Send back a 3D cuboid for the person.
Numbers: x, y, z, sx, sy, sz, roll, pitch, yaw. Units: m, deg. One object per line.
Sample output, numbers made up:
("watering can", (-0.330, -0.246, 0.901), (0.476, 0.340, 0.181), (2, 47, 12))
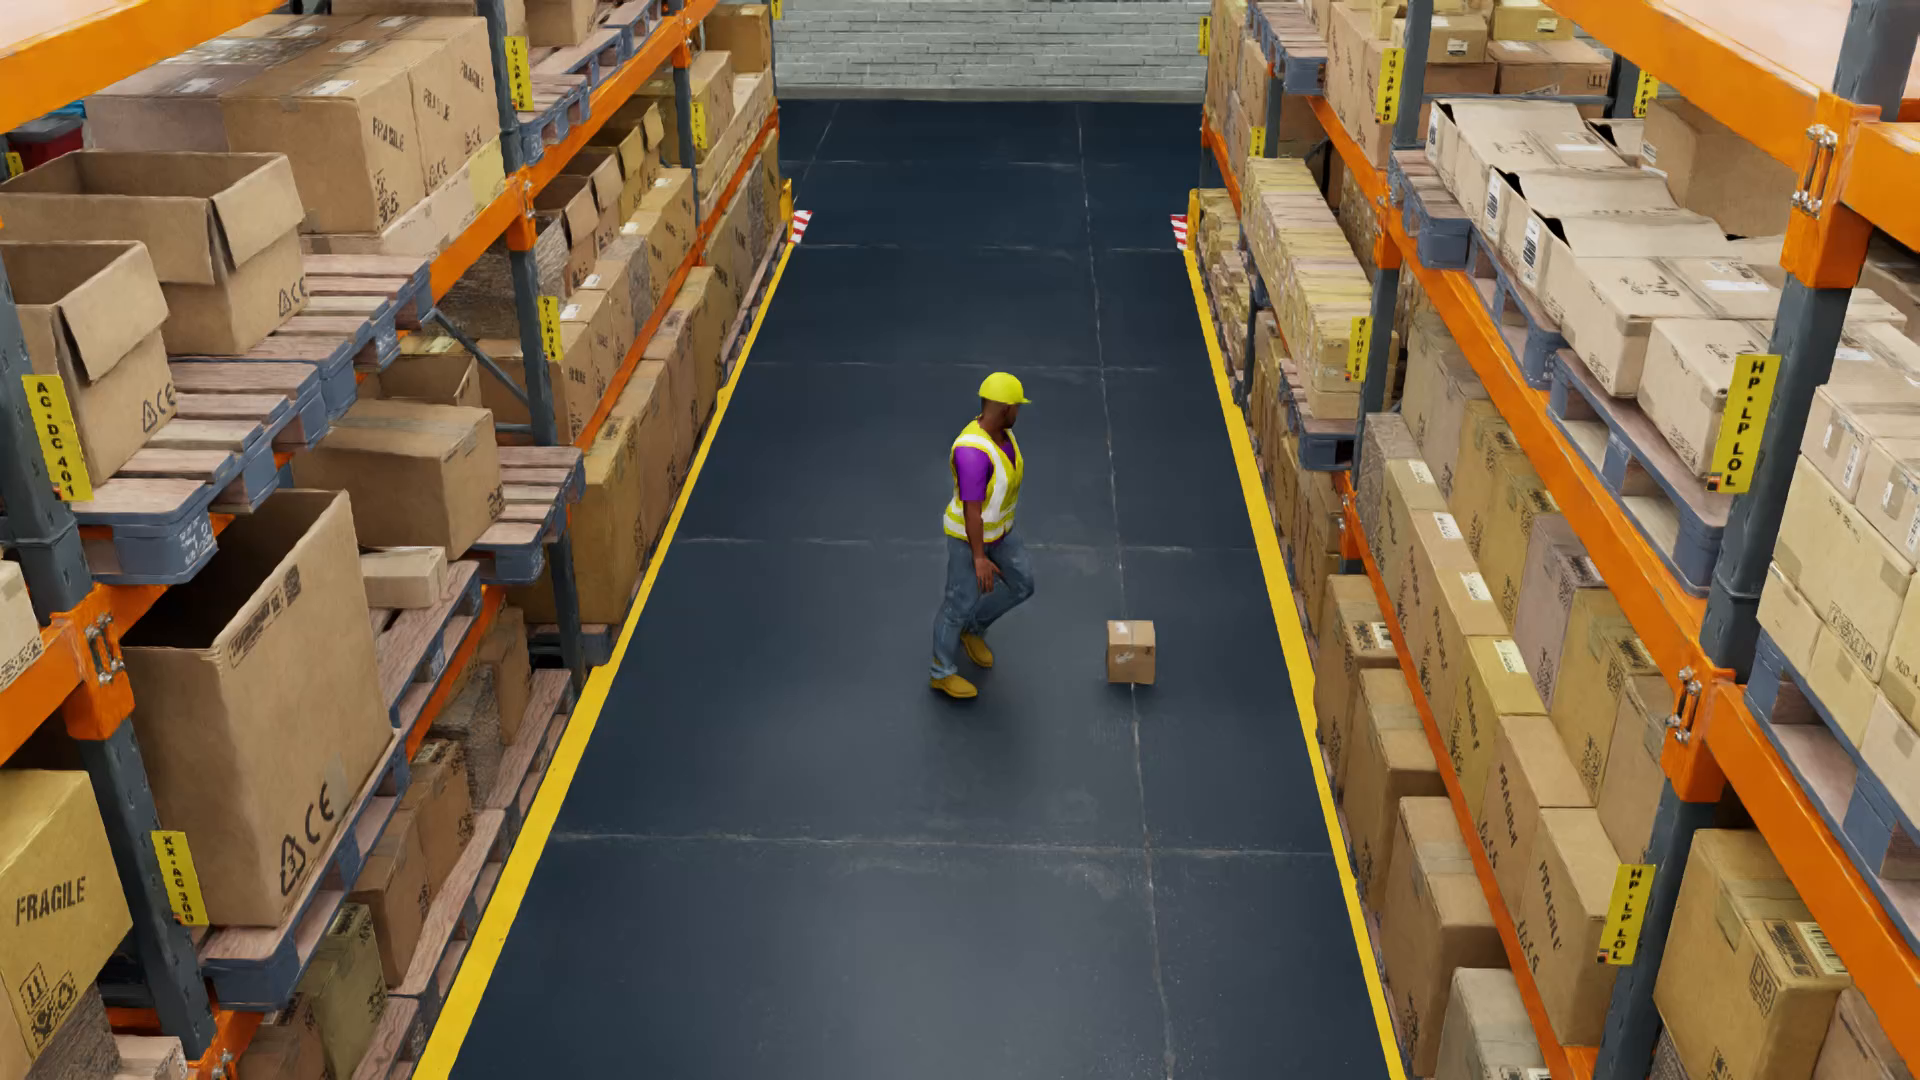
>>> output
("person", (0.119, -0.029, 8.652), (0.484, 1.748, 0.671), (15, 31, 26))
